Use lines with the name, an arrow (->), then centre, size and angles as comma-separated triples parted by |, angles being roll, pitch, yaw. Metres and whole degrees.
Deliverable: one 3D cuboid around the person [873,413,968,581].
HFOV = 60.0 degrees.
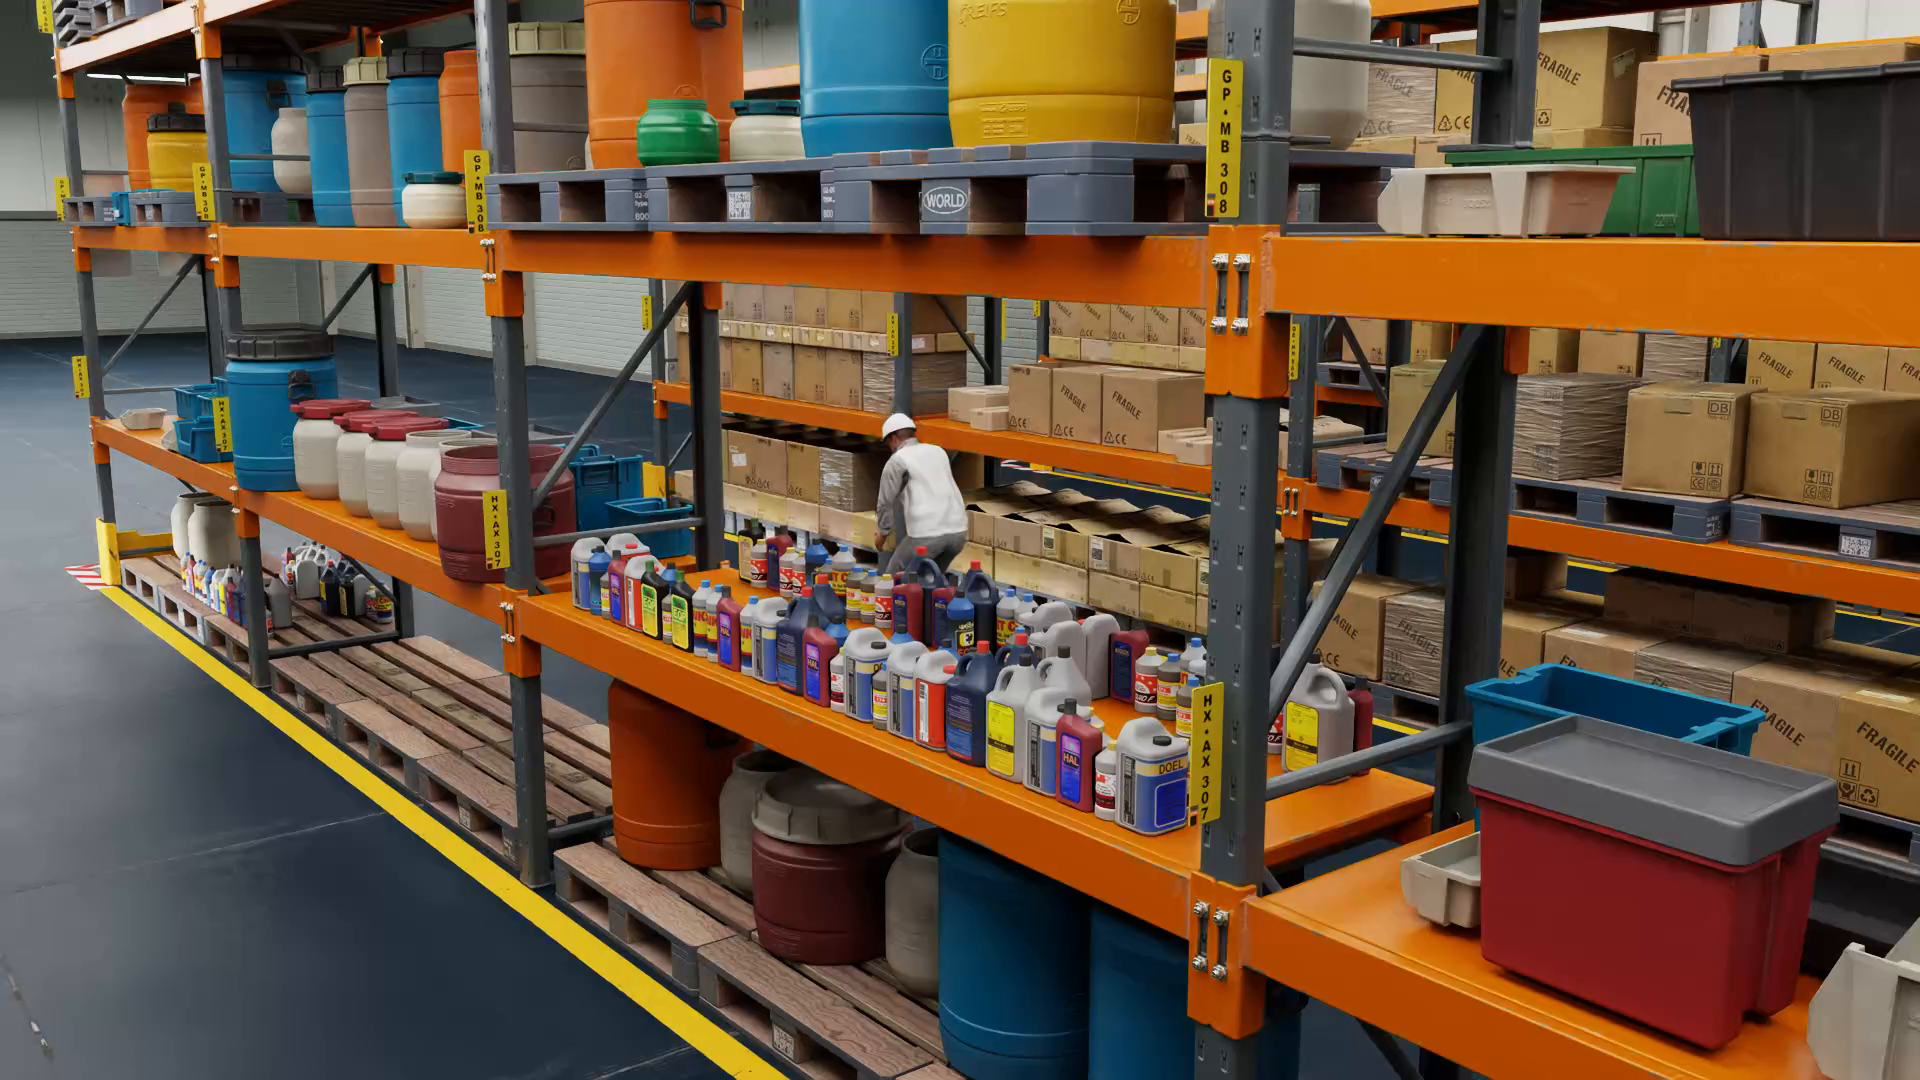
person -> -0.285, -0.063, 11.284 | 0.588, 1.559, 0.671 | -8, 14, -37
